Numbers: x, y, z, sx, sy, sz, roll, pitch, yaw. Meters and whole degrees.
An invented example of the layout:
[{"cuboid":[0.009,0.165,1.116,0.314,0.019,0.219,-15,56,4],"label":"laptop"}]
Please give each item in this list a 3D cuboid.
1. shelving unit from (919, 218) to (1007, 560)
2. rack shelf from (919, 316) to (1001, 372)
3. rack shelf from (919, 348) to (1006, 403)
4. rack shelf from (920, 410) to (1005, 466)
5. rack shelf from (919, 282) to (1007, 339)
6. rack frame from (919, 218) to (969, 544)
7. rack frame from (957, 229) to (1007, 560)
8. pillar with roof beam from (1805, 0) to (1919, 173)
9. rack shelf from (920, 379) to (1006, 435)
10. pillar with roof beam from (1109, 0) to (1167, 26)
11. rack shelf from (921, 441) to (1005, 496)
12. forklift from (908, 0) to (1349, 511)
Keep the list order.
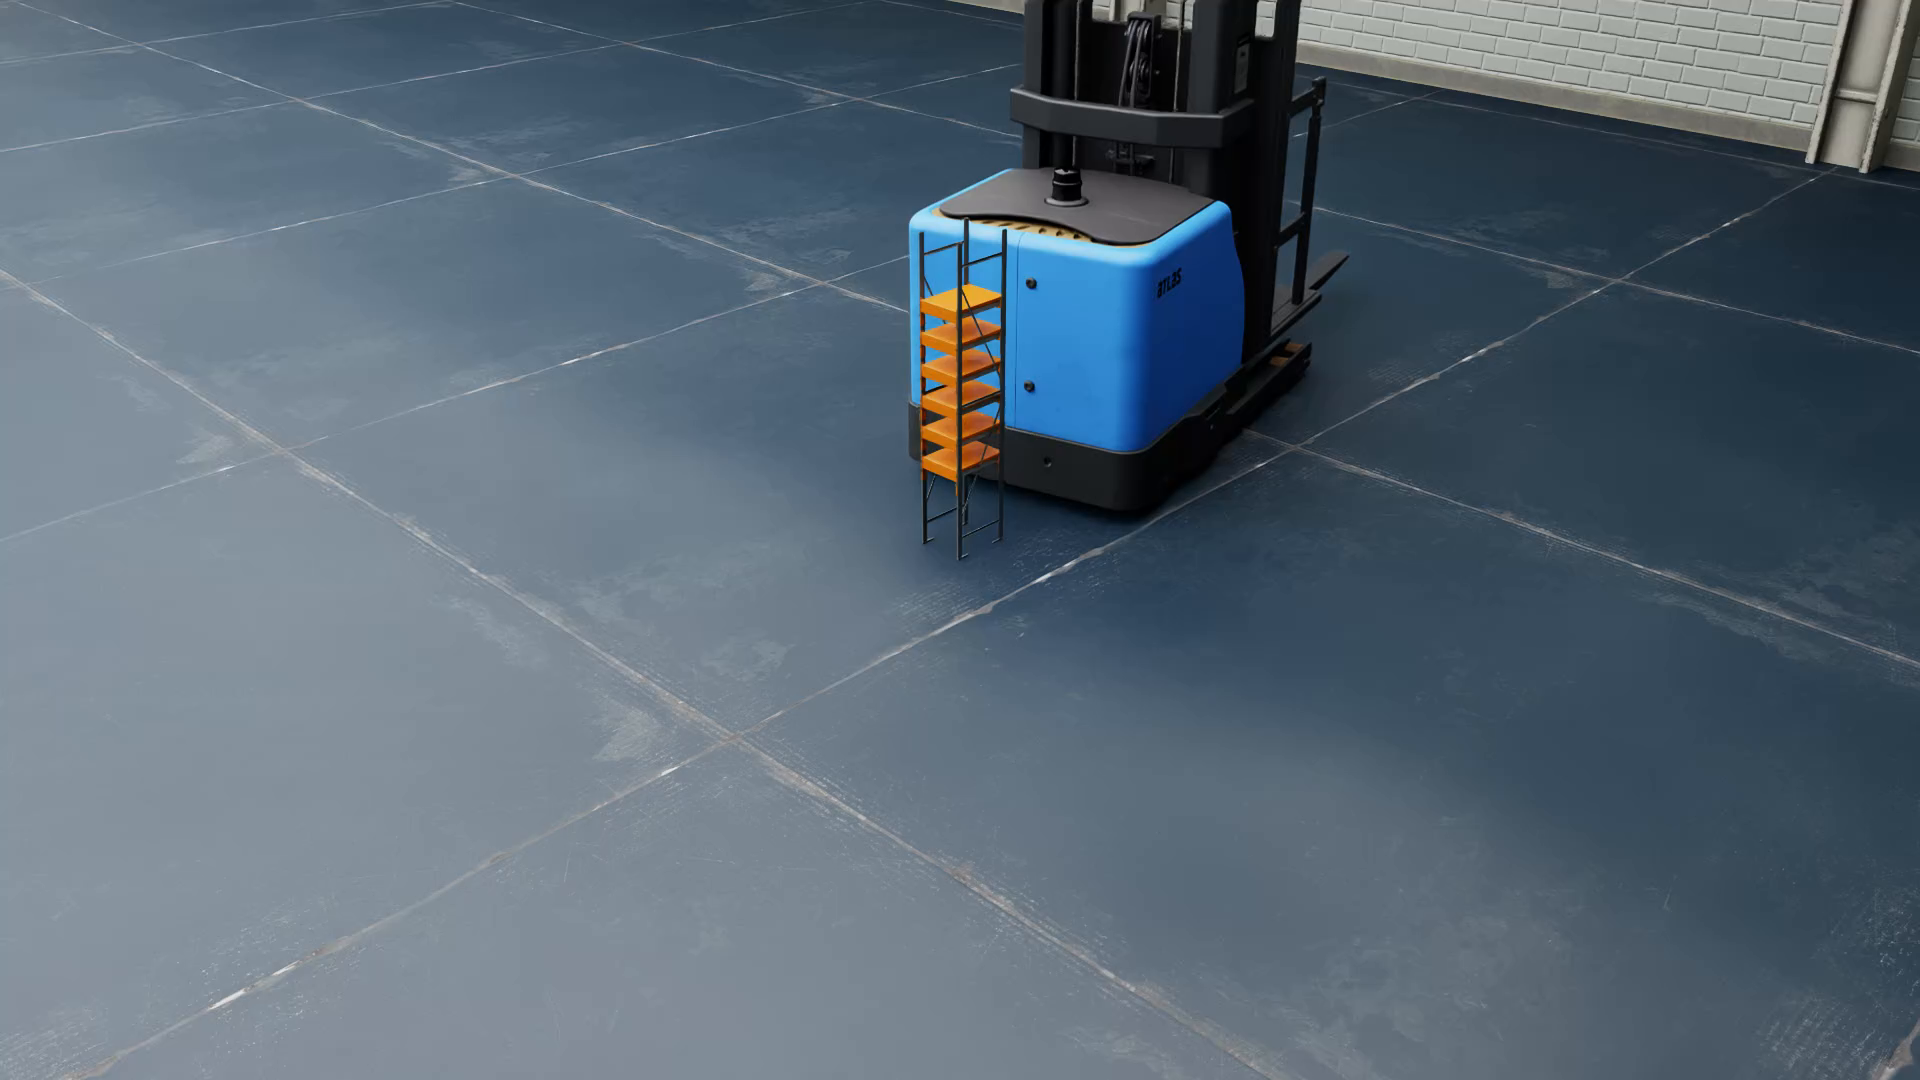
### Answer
[{"cuboid":[0.010,-0.526,5.962,0.189,1.200,0.258,25,36,38],"label":"shelving unit"},{"cuboid":[0.010,-0.699,5.871,0.180,0.103,0.258,25,36,38],"label":"rack shelf"},{"cuboid":[0.010,-0.593,5.927,0.180,0.103,0.258,25,36,38],"label":"rack shelf"},{"cuboid":[0.010,-0.381,6.038,0.180,0.103,0.258,25,36,38],"label":"rack shelf"},{"cuboid":[0.010,-0.806,5.815,0.180,0.103,0.258,25,36,38],"label":"rack shelf"},{"cuboid":[-0.055,-0.556,6.019,0.006,1.200,0.240,25,36,38],"label":"rack frame"},{"cuboid":[0.076,-0.496,5.905,0.006,1.200,0.240,25,36,38],"label":"rack frame"},{"cuboid":[2.822,-5.042,6.170,0.400,9.000,9.100,25,36,38],"label":"pillar with roof beam"},{"cuboid":[0.010,-0.487,5.982,0.180,0.103,0.258,25,36,38],"label":"rack shelf"},{"cuboid":[-1.456,-7.000,9.893,0.400,9.000,9.100,25,36,38],"label":"pillar with roof beam"},{"cuboid":[0.010,-0.275,6.094,0.180,0.103,0.258,25,36,38],"label":"rack shelf"},{"cuboid":[0.964,-2.058,7.014,1.130,2.935,3.031,15,31,26],"label":"forklift"}]
